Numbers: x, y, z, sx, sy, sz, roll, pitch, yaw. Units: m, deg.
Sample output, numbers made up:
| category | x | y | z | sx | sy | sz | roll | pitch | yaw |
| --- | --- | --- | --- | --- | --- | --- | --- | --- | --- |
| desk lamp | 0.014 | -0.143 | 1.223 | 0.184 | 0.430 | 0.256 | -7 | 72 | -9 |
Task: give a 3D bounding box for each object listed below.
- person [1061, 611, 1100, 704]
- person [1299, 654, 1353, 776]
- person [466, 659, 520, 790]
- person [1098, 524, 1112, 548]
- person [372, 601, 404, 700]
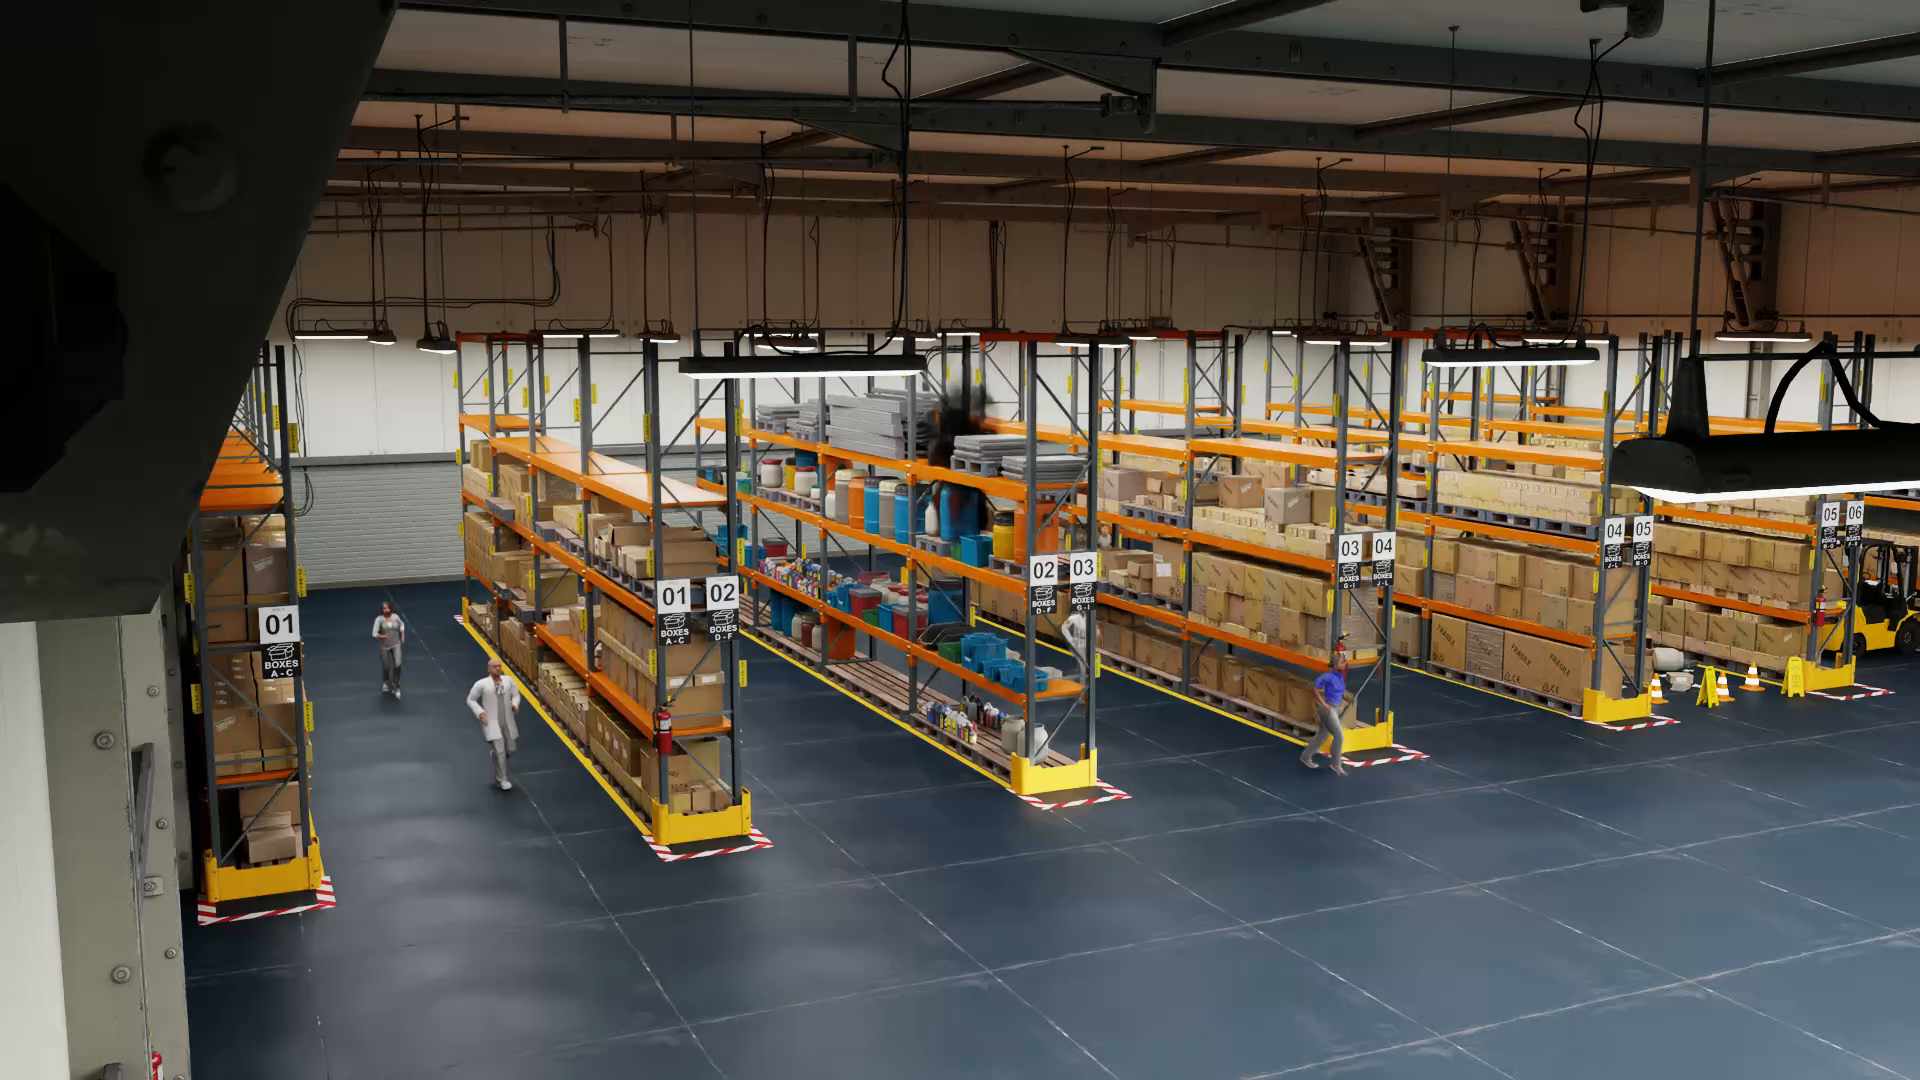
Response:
| category | x | y | z | sx | sy | sz | roll | pitch | yaw |
| --- | --- | --- | --- | --- | --- | --- | --- | --- | --- |
| person | 2.019 | 1.810 | 27.455 | 0.584 | 1.754 | 0.775 | -4 | 9 | -29 |
| person | 5.107 | 2.422 | 23.164 | 0.727 | 1.694 | 0.555 | 4 | 9 | 28 |
| person | -6.255 | 2.456 | 22.431 | 0.715 | 1.735 | 0.826 | -6 | 10 | -37 |
| person | 3.304 | 0.436 | 37.661 | 0.584 | 1.619 | 0.770 | -2 | 8 | -18 |
| person | -9.507 | 1.835 | 27.725 | 0.541 | 1.601 | 0.732 | -4 | 9 | -26 |
